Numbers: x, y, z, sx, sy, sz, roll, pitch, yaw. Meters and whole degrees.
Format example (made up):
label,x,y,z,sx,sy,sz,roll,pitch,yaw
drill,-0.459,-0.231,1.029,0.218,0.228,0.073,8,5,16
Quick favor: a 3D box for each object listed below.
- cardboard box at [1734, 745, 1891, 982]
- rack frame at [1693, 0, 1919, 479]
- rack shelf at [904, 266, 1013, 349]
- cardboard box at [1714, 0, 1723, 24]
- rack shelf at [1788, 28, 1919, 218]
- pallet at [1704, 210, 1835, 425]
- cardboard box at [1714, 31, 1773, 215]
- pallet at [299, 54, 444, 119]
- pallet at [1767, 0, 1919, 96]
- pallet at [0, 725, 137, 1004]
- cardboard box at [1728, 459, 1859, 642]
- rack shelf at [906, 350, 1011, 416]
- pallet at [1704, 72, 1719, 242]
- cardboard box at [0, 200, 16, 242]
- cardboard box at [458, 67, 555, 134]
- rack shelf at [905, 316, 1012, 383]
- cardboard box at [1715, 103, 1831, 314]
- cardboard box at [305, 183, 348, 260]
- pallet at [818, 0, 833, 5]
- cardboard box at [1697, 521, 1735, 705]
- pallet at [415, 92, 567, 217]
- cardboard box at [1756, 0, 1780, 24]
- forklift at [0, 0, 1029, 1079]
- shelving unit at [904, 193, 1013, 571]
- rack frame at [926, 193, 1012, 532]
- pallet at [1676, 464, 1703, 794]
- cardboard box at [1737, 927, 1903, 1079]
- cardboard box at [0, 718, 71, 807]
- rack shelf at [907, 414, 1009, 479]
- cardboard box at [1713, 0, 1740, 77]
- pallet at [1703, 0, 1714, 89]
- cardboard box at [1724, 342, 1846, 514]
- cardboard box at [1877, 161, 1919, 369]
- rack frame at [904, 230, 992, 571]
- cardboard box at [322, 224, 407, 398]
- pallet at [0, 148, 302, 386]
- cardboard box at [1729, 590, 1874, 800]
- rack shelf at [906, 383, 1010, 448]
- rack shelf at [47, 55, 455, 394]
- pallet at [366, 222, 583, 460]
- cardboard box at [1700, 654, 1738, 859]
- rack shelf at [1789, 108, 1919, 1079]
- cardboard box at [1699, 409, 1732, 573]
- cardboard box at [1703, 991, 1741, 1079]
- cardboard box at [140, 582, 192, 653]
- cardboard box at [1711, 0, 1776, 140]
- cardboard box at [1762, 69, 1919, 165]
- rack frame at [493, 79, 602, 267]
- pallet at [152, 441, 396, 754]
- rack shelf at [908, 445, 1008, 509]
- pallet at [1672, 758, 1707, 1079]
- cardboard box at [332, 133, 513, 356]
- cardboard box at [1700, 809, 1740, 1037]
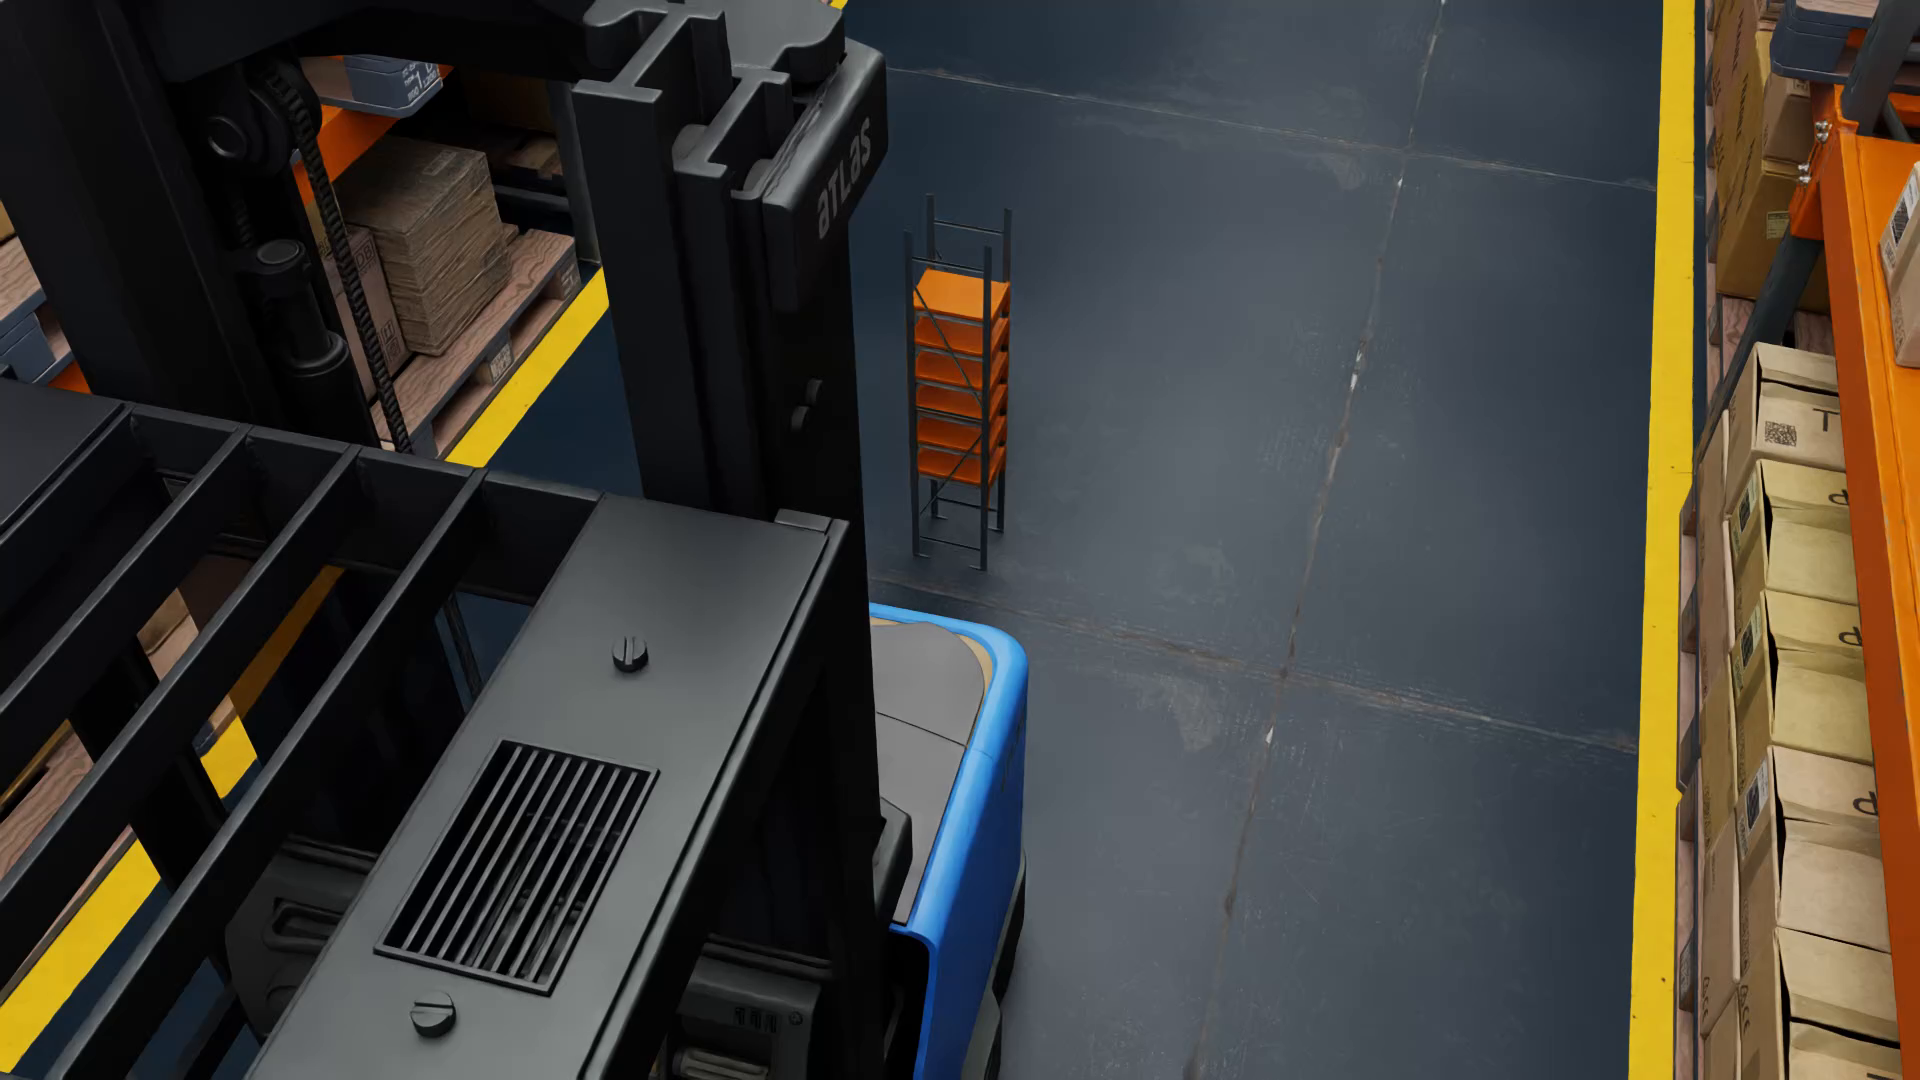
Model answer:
label,x,y,z,sx,sy,sz,roll,pitch,yaw
cardboard box,1.999,0.744,3.610,0.500,0.311,0.500,12,46,12
rack frame,2.900,-1.210,4.342,1.000,3.000,0.127,13,46,13
rack shelf,-0.004,-0.645,4.600,0.258,0.103,0.180,13,46,12
cardboard box,3.581,-2.511,7.144,0.500,0.500,0.500,13,46,13
rack shelf,3.505,-2.286,5.955,1.077,0.370,4.000,13,46,13
pallet,3.162,-0.703,5.817,1.003,0.211,1.213,13,46,13
cardboard box,3.116,-1.492,6.102,0.500,0.500,0.500,11,45,11
pallet,-1.937,-1.690,4.970,1.213,0.211,1.003,13,46,13
pallet,3.038,-1.608,4.886,1.213,0.211,1.003,13,46,13
pallet,-2.799,0.887,4.192,1.003,0.211,1.213,13,46,13
cardboard box,2.310,0.061,4.307,0.500,0.311,0.500,11,46,12
rack shelf,-0.004,-0.473,4.768,0.258,0.103,0.180,13,46,12
pallet,3.533,-1.513,6.646,1.003,0.211,1.213,13,46,13
cardboard box,-2.501,-0.932,3.671,0.700,0.500,0.500,19,47,18
cardboard box,-1.475,-2.101,6.489,0.750,0.750,0.750,12,46,12
rack shelf,-0.004,-0.559,4.684,0.258,0.103,0.180,13,46,12
cardboard box,2.959,-1.147,5.750,0.500,0.500,0.500,14,46,14
cardboard box,-2.223,-0.931,4.993,0.500,0.250,0.500,13,46,13
pallet,-1.141,-2.580,7.735,1.003,0.211,1.213,13,46,13
cardboard box,2.310,0.245,4.521,0.500,0.250,0.500,11,46,11
pallet,-1.512,-1.769,6.907,1.003,0.211,1.213,13,46,13
cardboard box,3.278,-2.136,6.225,0.500,0.250,0.500,12,46,12
forklift,-0.714,0.824,2.313,1.130,2.935,3.031,11,45,11
shelving unit,-0.004,-0.419,4.820,0.258,1.200,0.189,13,46,12
rack frame,0.023,-0.480,4.883,0.240,1.200,0.006,13,46,12
pallet,2.613,0.327,4.764,1.003,0.211,1.213,13,46,13
cardboard box,1.843,1.078,3.269,0.500,0.311,0.500,12,46,12
cardboard box,-2.718,0.297,4.275,0.700,0.500,0.500,12,46,12
rack shelf,-0.004,-0.302,4.936,0.258,0.103,0.180,13,46,12
cardboard box,3.423,-2.180,6.805,0.500,0.500,0.500,13,46,13
pallet,3.901,-2.329,7.479,1.003,0.211,1.213,13,46,13
cardboard box,2.461,-0.291,4.667,0.500,0.311,0.500,14,46,14
cardboard box,2.444,-0.623,3.805,0.500,0.311,0.500,12,46,12
rack frame,-0.032,-0.358,4.758,0.240,1.200,0.006,13,46,12
cardboard box,-2.258,-0.711,5.304,0.700,0.500,0.500,12,46,12
pallet,-2.383,-0.860,4.121,1.003,0.211,1.213,13,46,13
cardboard box,2.154,0.401,3.960,0.500,0.311,0.500,11,46,11
rack shelf,-0.004,-0.387,4.852,0.258,0.103,0.180,13,46,12
rack shelf,-2.428,-0.666,4.300,1.077,0.370,4.000,13,46,13
pallet,-2.060,-0.739,5.854,1.003,0.211,1.213,13,46,13
cardboard box,2.158,0.593,4.165,0.500,0.250,0.500,11,46,11
rack shelf,2.294,0.381,3.231,1.077,0.370,4.000,13,46,13
cardboard box,2.461,-0.090,4.863,0.500,0.250,0.500,12,46,12
cardboard box,1.847,1.273,3.470,0.500,0.250,0.500,13,46,13
cardboard box,-2.525,-0.035,4.614,0.700,0.500,0.500,13,46,13
cardboard box,3.269,-1.843,6.461,0.500,0.500,0.500,11,45,11
cardboard box,2.972,-1.453,5.527,0.500,0.250,0.500,14,46,14
rack frame,-1.822,-2.256,5.411,1.000,3.000,0.127,13,46,13
pallet,-2.432,0.071,5.026,1.003,0.211,1.213,13,46,13
rack shelf,-0.004,-0.216,5.019,0.258,0.103,0.180,13,46,12
pallet,2.242,1.138,3.936,1.003,0.211,1.213,13,46,13
cardboard box,-1.991,-1.029,5.630,0.700,0.500,0.500,13,46,13
cardboard box,2.003,0.935,3.816,0.500,0.250,0.500,13,46,13
